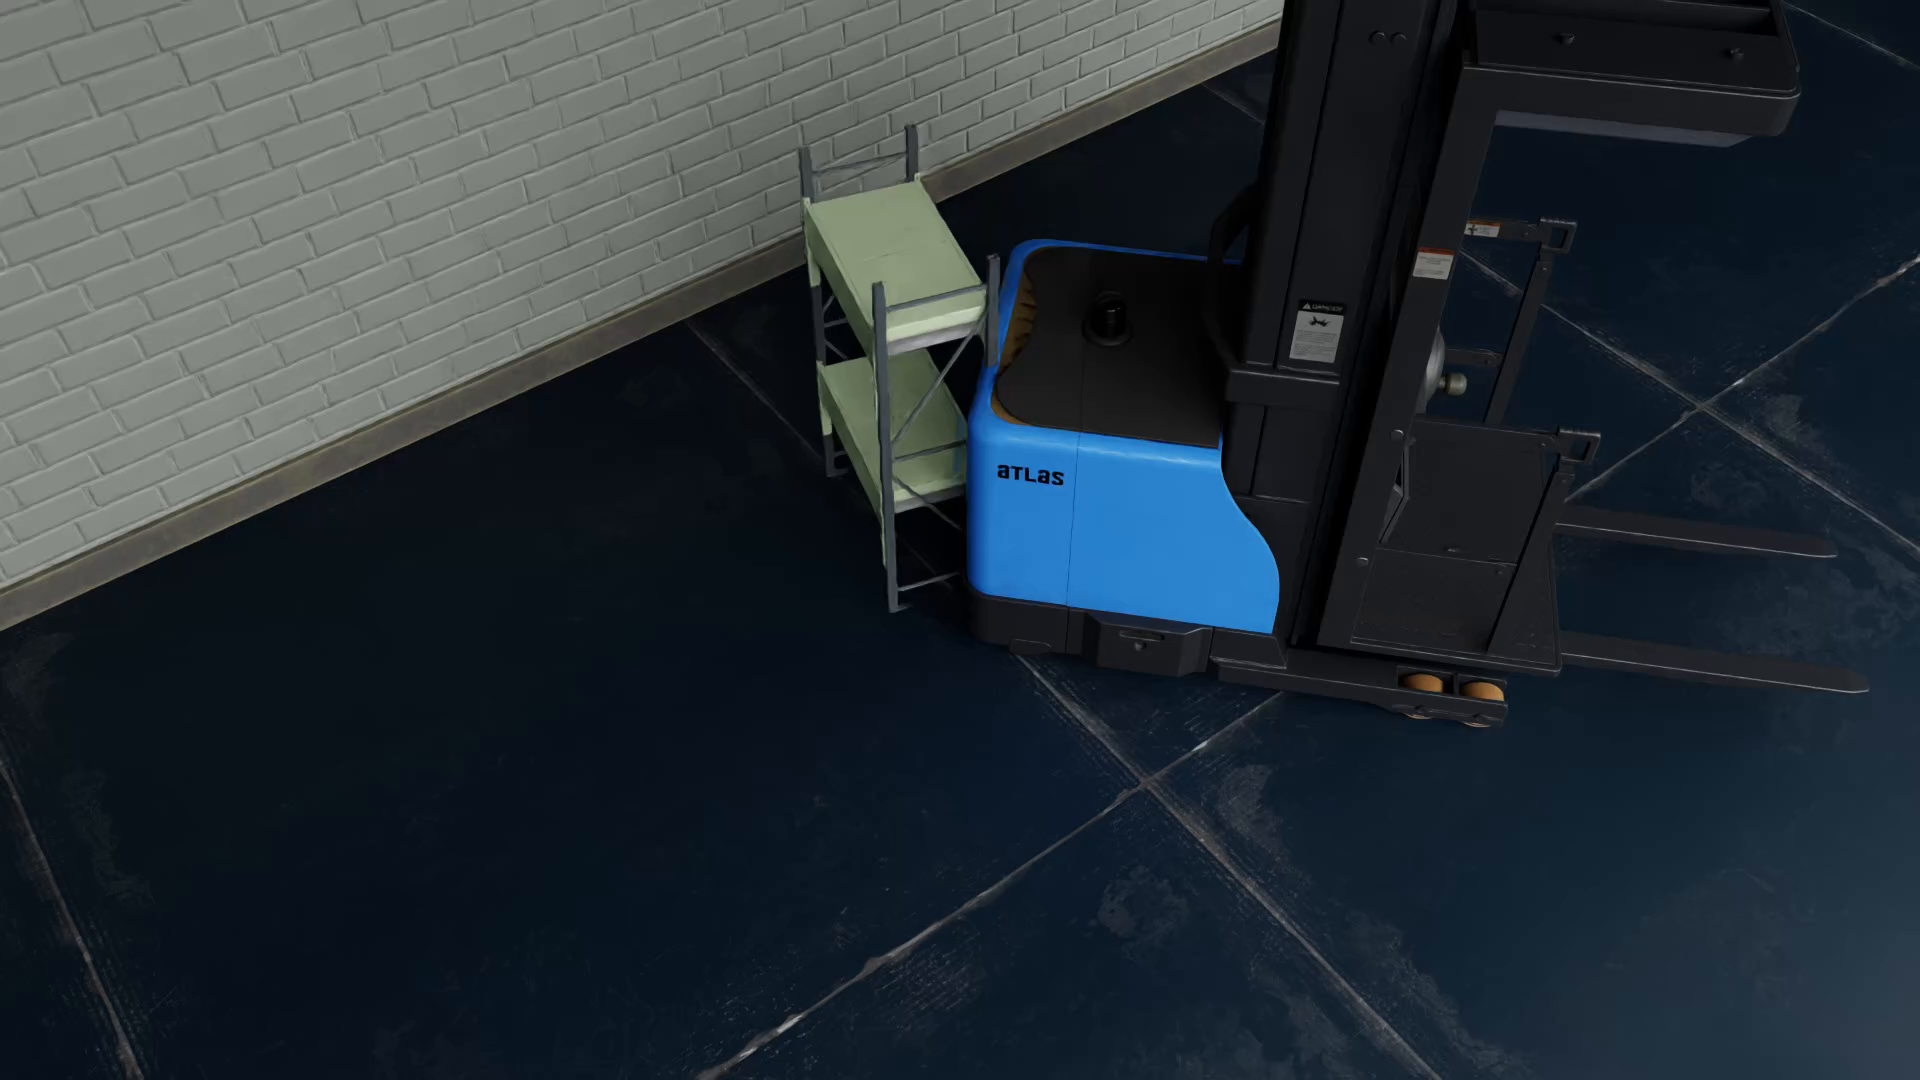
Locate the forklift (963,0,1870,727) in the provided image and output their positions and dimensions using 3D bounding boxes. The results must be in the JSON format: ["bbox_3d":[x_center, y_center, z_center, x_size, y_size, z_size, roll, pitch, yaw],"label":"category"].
[{"bbox_3d":[1.576,-0.775,4.974,3.031,2.935,1.130,8,48,7],"label":"forklift"}]

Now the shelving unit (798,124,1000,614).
[{"bbox_3d":[-0.202,-0.551,5.737,0.431,1.500,0.755,-16,50,-14],"label":"shelving unit"}]

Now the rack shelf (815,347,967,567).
[{"bbox_3d":[-0.202,-0.332,5.978,0.431,0.370,0.720,-16,50,-14],"label":"rack shelf"}]

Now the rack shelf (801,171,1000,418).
[{"bbox_3d":[-0.202,-0.814,5.448,0.431,0.370,0.720,-16,50,-14],"label":"rack shelf"}]

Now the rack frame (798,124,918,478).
[{"bbox_3d":[-0.332,-0.805,5.967,0.400,1.500,0.023,-16,50,-14],"label":"rack frame"}]

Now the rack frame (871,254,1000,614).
[{"bbox_3d":[-0.072,-0.298,5.507,0.400,1.500,0.023,-16,50,-14],"label":"rack frame"}]
